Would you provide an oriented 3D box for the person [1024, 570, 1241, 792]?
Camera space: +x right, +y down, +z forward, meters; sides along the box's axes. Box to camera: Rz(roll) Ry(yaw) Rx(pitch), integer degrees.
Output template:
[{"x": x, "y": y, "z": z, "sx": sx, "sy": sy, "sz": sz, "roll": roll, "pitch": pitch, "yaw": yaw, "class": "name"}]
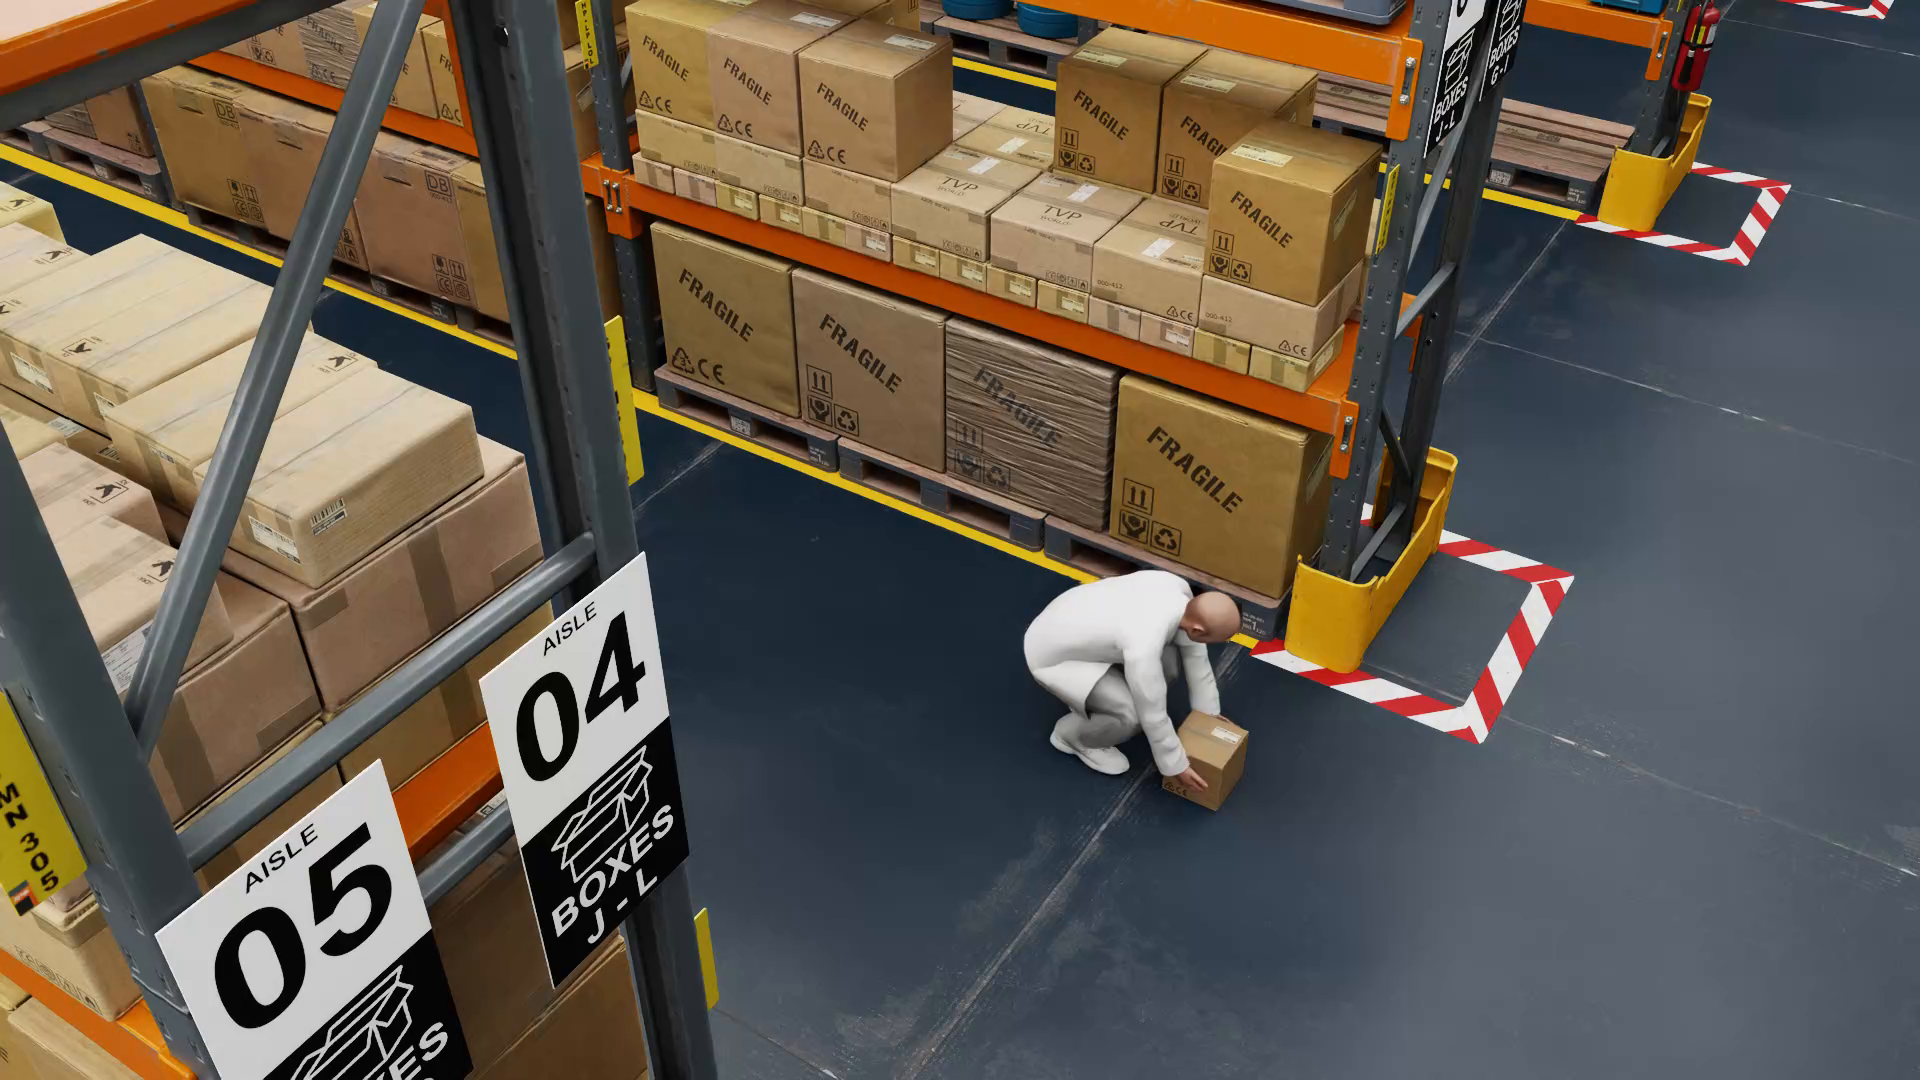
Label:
[{"x": 0.693, "y": 0.504, "z": 6.748, "sx": 0.906, "sy": 0.918, "sz": 0.603, "roll": 21, "pitch": 42, "yaw": 24, "class": "person"}]
